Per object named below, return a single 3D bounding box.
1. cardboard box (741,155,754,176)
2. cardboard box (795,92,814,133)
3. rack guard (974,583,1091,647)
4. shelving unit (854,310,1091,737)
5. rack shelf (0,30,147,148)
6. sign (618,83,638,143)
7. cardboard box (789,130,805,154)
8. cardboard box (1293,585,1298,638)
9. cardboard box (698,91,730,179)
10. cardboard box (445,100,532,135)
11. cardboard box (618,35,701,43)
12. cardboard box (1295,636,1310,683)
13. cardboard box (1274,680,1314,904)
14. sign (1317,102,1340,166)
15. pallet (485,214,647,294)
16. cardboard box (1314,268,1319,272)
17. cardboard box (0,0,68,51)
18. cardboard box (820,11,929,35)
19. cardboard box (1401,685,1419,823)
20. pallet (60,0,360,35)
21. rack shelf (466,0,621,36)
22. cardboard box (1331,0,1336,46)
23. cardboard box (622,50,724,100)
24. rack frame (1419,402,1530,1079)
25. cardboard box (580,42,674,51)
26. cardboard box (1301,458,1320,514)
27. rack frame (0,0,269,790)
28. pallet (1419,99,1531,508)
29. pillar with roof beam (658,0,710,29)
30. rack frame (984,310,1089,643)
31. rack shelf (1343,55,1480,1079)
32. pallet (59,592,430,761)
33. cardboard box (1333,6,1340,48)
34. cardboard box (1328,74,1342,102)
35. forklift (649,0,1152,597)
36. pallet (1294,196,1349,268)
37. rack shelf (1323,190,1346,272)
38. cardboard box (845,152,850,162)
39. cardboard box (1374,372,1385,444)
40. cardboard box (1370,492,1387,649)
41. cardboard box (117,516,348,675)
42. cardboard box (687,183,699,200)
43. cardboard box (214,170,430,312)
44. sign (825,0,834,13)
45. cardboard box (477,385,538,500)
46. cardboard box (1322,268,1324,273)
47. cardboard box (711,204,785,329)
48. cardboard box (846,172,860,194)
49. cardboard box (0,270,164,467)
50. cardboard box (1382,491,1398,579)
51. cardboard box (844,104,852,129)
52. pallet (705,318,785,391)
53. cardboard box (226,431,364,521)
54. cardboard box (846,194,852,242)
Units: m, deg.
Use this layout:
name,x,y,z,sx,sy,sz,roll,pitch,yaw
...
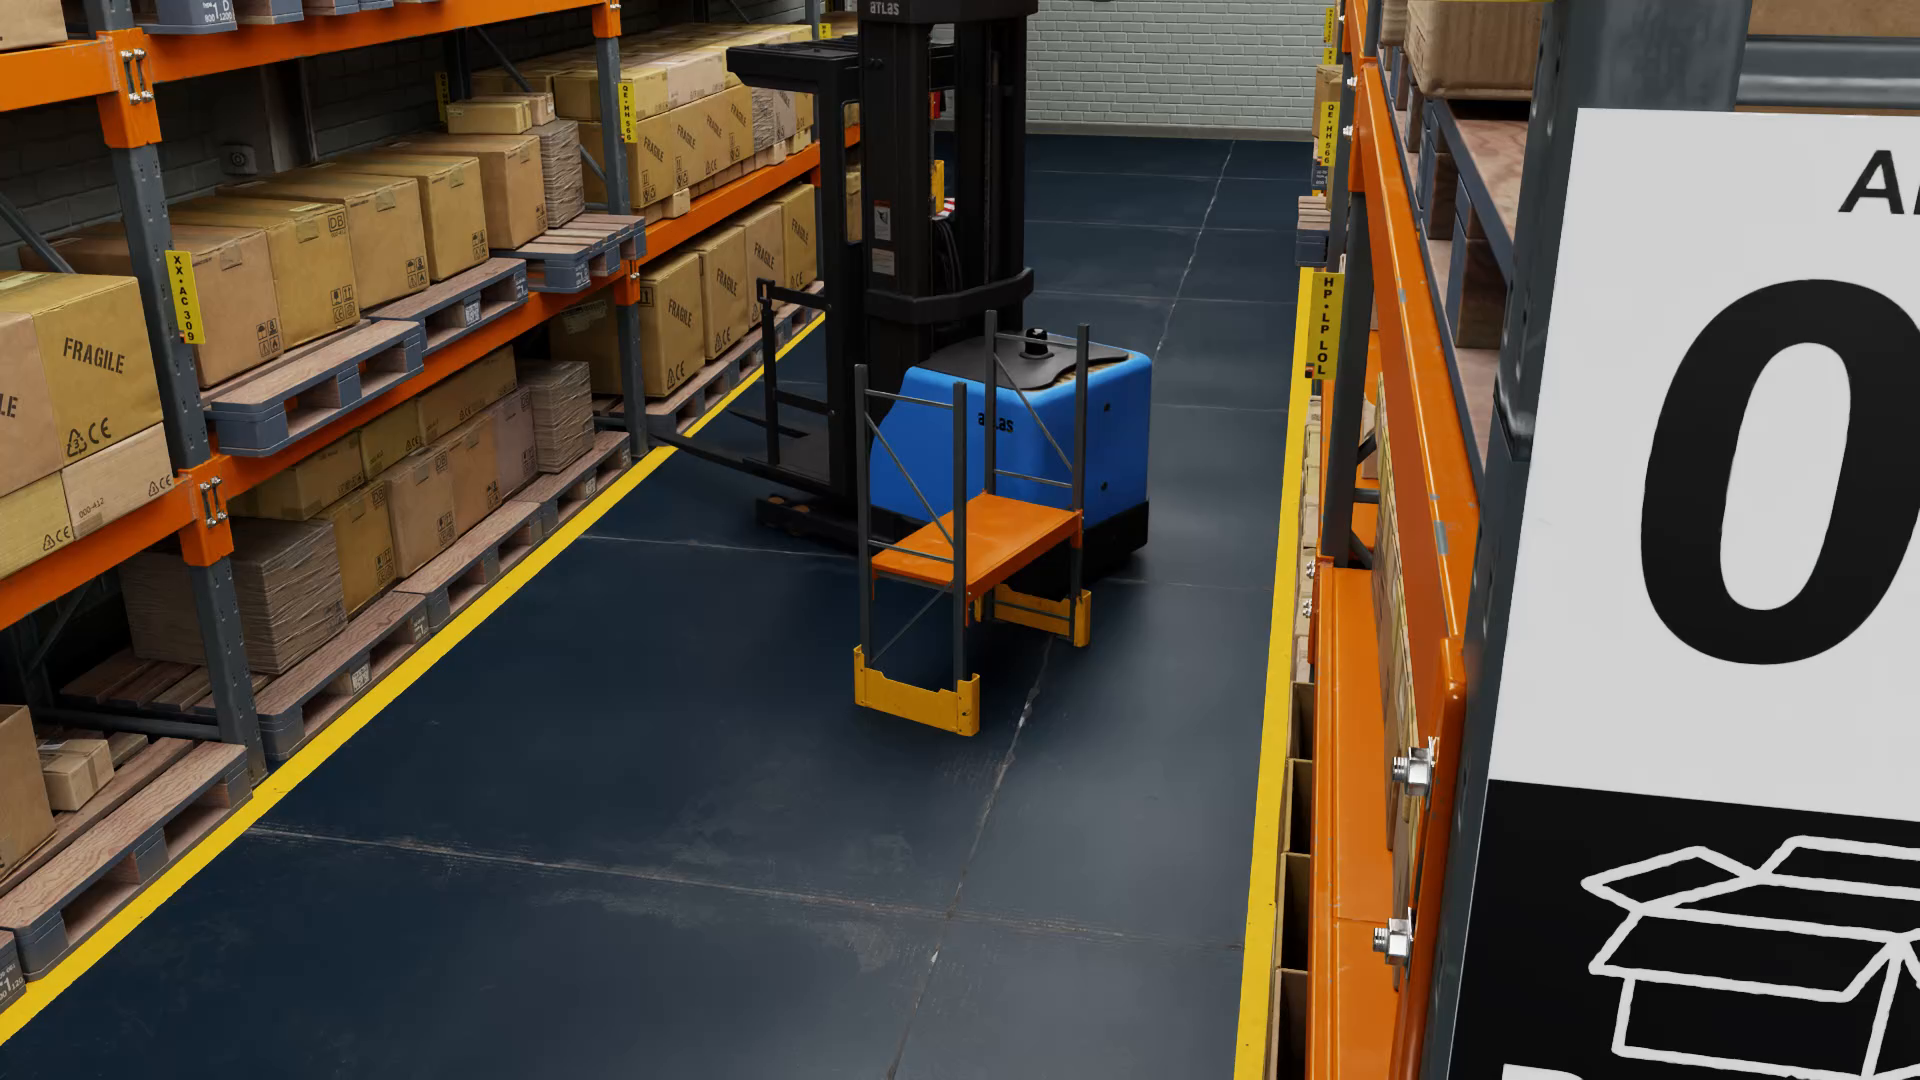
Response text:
name,x,y,z,sx,sy,sz,roll,pitch,yaw
cardboard box,-1.683,-2.689,11.825,0.380,0.149,0.250,4,22,9
cardboard box,-1.437,-3.408,12.743,0.500,0.500,0.500,4,22,10
rack guard,0.333,0.308,7.753,0.587,0.250,0.087,13,25,29
shelving unit,0.074,-0.112,7.125,0.587,1.500,1.083,13,25,29
rack shelf,-3.630,-0.803,3.781,1.077,0.370,4.000,4,22,11
sign,-1.872,-2.402,9.359,0.100,0.325,0.005,4,22,11
cardboard box,-1.409,-3.056,12.736,0.380,0.149,0.250,5,22,12
cardboard box,1.744,0.248,7.341,0.500,0.250,0.500,5,22,12
cardboard box,-1.837,-2.664,10.894,0.500,0.500,0.500,4,22,11
cardboard box,-2.498,-2.244,8.819,0.380,0.149,0.250,1,22,2
cardboard box,-2.136,-3.420,11.768,0.500,0.250,0.500,4,22,9
cardboard box,1.431,0.550,5.841,0.500,0.311,0.500,4,22,11
cardboard box,1.227,0.778,5.022,0.500,0.500,0.500,4,22,11
sign,1.912,-2.102,8.613,0.100,0.325,0.005,4,22,11
pallet,-2.447,-1.582,9.024,1.213,0.211,1.003,4,22,11
cardboard box,3.100,-2.301,13.309,0.500,0.500,0.500,4,22,11
cardboard box,-3.083,-1.720,4.932,0.500,0.500,0.500,5,22,12
cardboard box,-0.867,-4.818,16.399,0.980,0.700,0.700,5,23,13
cardboard box,0.967,0.387,2.875,0.380,0.149,0.250,5,22,12
pallet,-2.991,-1.999,6.038,1.213,0.211,1.003,4,22,11
rack shelf,-1.997,-3.729,11.045,1.077,0.370,4.000,4,22,11
cardboard box,3.729,-4.857,15.427,0.500,0.500,0.500,5,23,13
cardboard box,-1.853,-3.008,10.743,0.500,0.250,0.500,5,22,11
rack frame,0.812,1.362,1.456,1.000,3.000,0.127,4,22,11
cardboard box,-2.246,-3.230,11.295,0.500,0.250,0.500,4,22,10
cardboard box,1.845,-0.195,7.690,0.500,0.311,0.500,4,22,9
rack frame,-3.222,-0.477,6.023,1.000,3.000,0.127,4,22,11
pallet,0.982,-0.245,1.550,1.003,0.211,1.213,4,22,11
pillar with roof beam,1.921,-6.179,12.151,9.100,9.000,0.400,4,22,11
rack frame,0.334,-0.272,7.521,0.500,1.500,0.032,13,25,29
rack shelf,1.221,-0.427,2.846,1.077,0.370,4.000,4,22,11
pallet,-3.064,0.532,7.251,1.003,0.211,1.213,4,22,11
cardboard box,3.213,-3.929,13.122,0.500,0.500,0.500,4,22,10
cardboard box,2.867,-2.855,11.232,0.700,0.500,0.500,8,23,19
forklift,-0.473,-1.511,8.683,3.031,2.935,1.130,18,28,37
pallet,2.514,-1.728,9.386,1.213,0.211,1.003,4,22,11
rack shelf,2.853,-1.961,10.671,1.077,0.370,4.000,4,22,11
cardboard box,-1.245,-3.535,15.532,0.380,0.149,0.250,5,22,11
cardboard box,1.384,-0.364,4.741,0.380,0.149,0.250,4,22,11
cardboard box,1.544,0.016,4.666,0.700,0.500,0.500,4,22,10
cardboard box,-3.088,0.208,7.079,0.700,0.500,0.500,5,23,13
cardboard box,-1.939,-2.315,10.895,0.380,0.149,0.250,5,22,12
cardboard box,-2.860,-1.358,7.488,0.700,0.500,0.500,8,23,18
sign,-1.315,-5.348,16.854,0.100,0.325,0.005,4,22,11
cardboard box,-2.720,-0.538,8.930,0.700,0.500,0.500,4,22,11
cardboard box,2.618,-1.711,10.841,0.500,0.250,0.500,4,22,10
cardboard box,-1.773,-2.027,12.188,0.750,0.750,0.750,5,23,13
cardboard box,-1.088,-3.116,14.491,0.380,0.149,0.250,5,23,13
cardboard box,-3.015,-0.568,5.419,0.500,0.500,0.500,4,22,11
cardboard box,1.177,0.009,3.813,0.380,0.149,0.250,4,22,9
cardboard box,-1.463,-3.739,13.721,0.980,0.700,0.700,5,22,12
pallet,-1.920,-1.374,11.982,1.003,0.211,1.213,4,22,11
cardboard box,-3.001,-0.301,7.340,0.500,0.250,0.500,4,22,10
cardboard box,-1.336,-2.704,14.336,0.700,0.500,0.500,5,22,12
